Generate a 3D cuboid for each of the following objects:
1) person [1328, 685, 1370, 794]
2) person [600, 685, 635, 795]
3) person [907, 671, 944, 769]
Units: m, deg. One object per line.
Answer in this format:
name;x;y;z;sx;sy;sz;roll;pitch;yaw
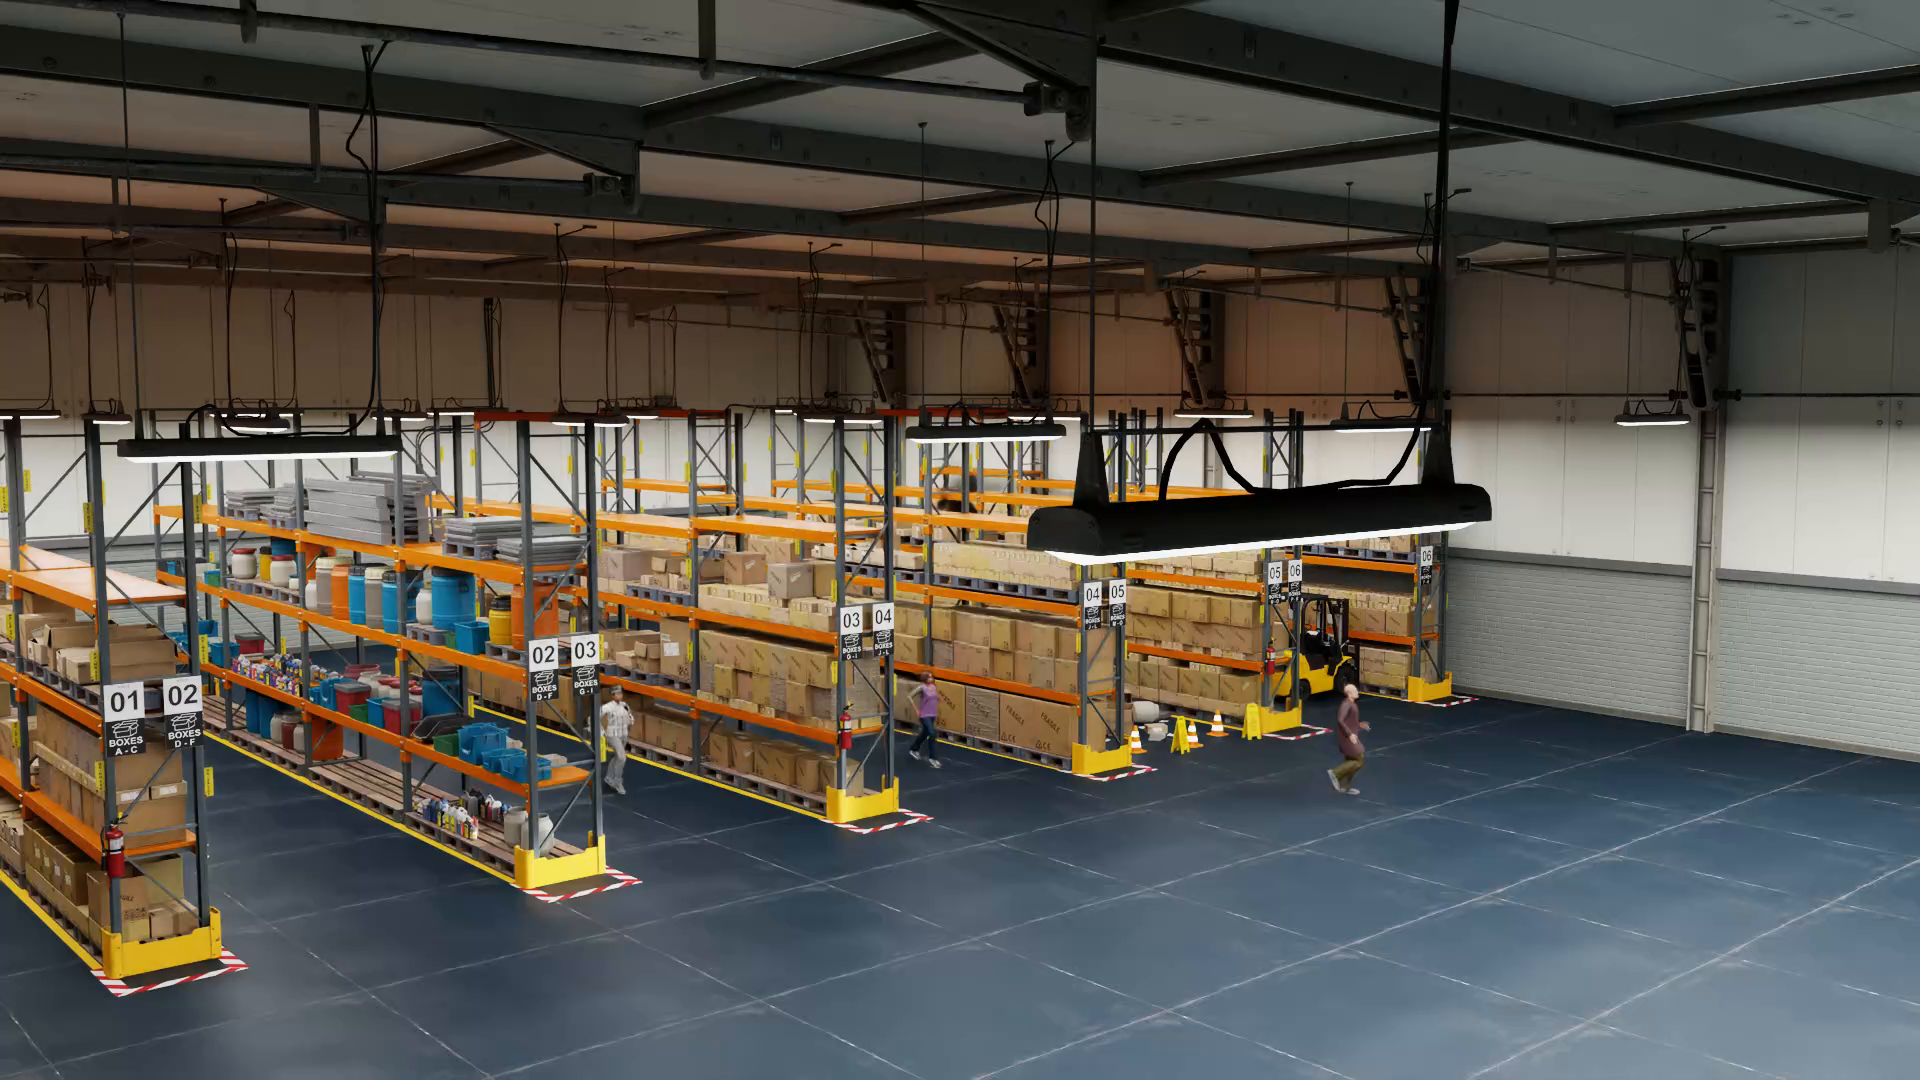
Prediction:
person;6.170;3.152;26.354;0.670;1.747;0.699;1;5;9
person;-5.446;3.167;26.467;0.706;1.749;0.576;3;6;35
person;-0.581;3.033;28.334;0.757;1.636;0.514;3;6;33
